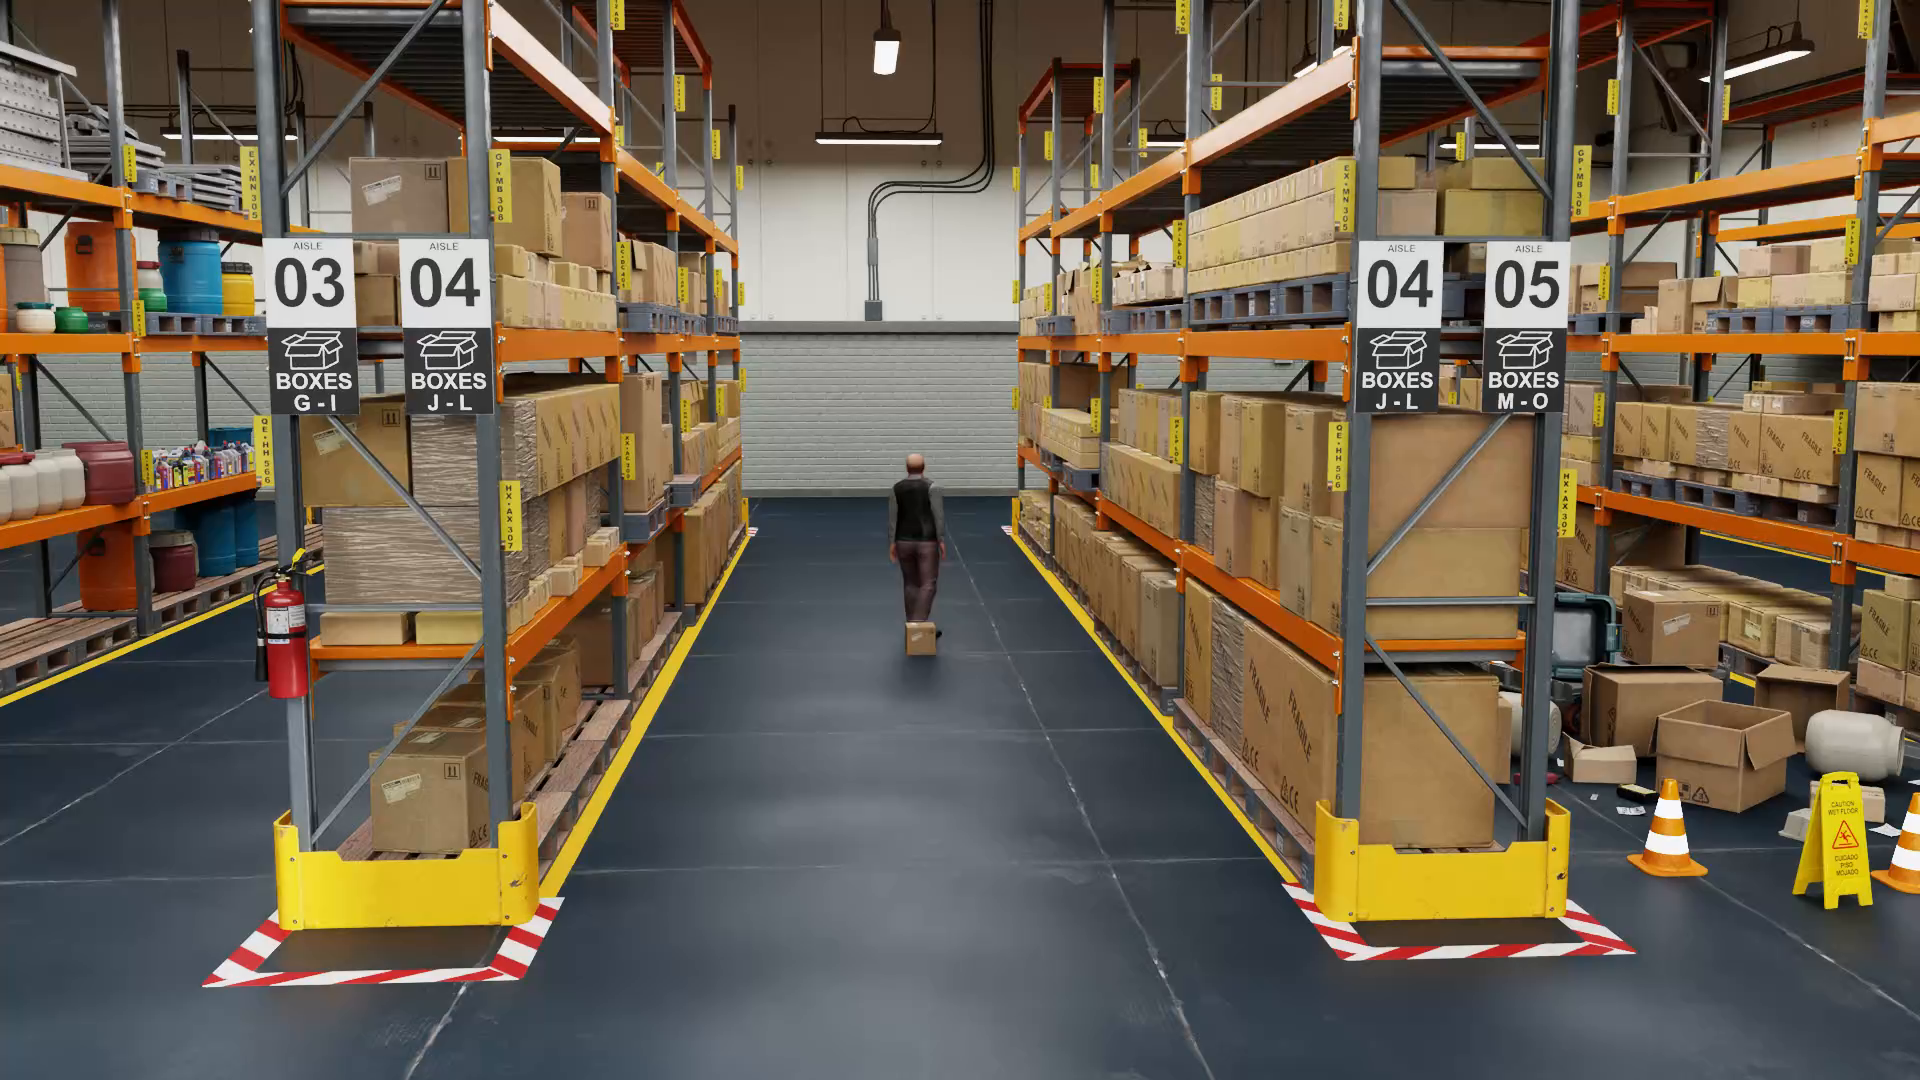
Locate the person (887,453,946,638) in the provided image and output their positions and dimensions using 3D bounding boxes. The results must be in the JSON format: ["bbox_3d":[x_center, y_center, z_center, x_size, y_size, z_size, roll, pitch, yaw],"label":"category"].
[{"bbox_3d":[-0.413,0.061,15.344,0.577,1.708,0.556,2,7,20],"label":"person"}]
